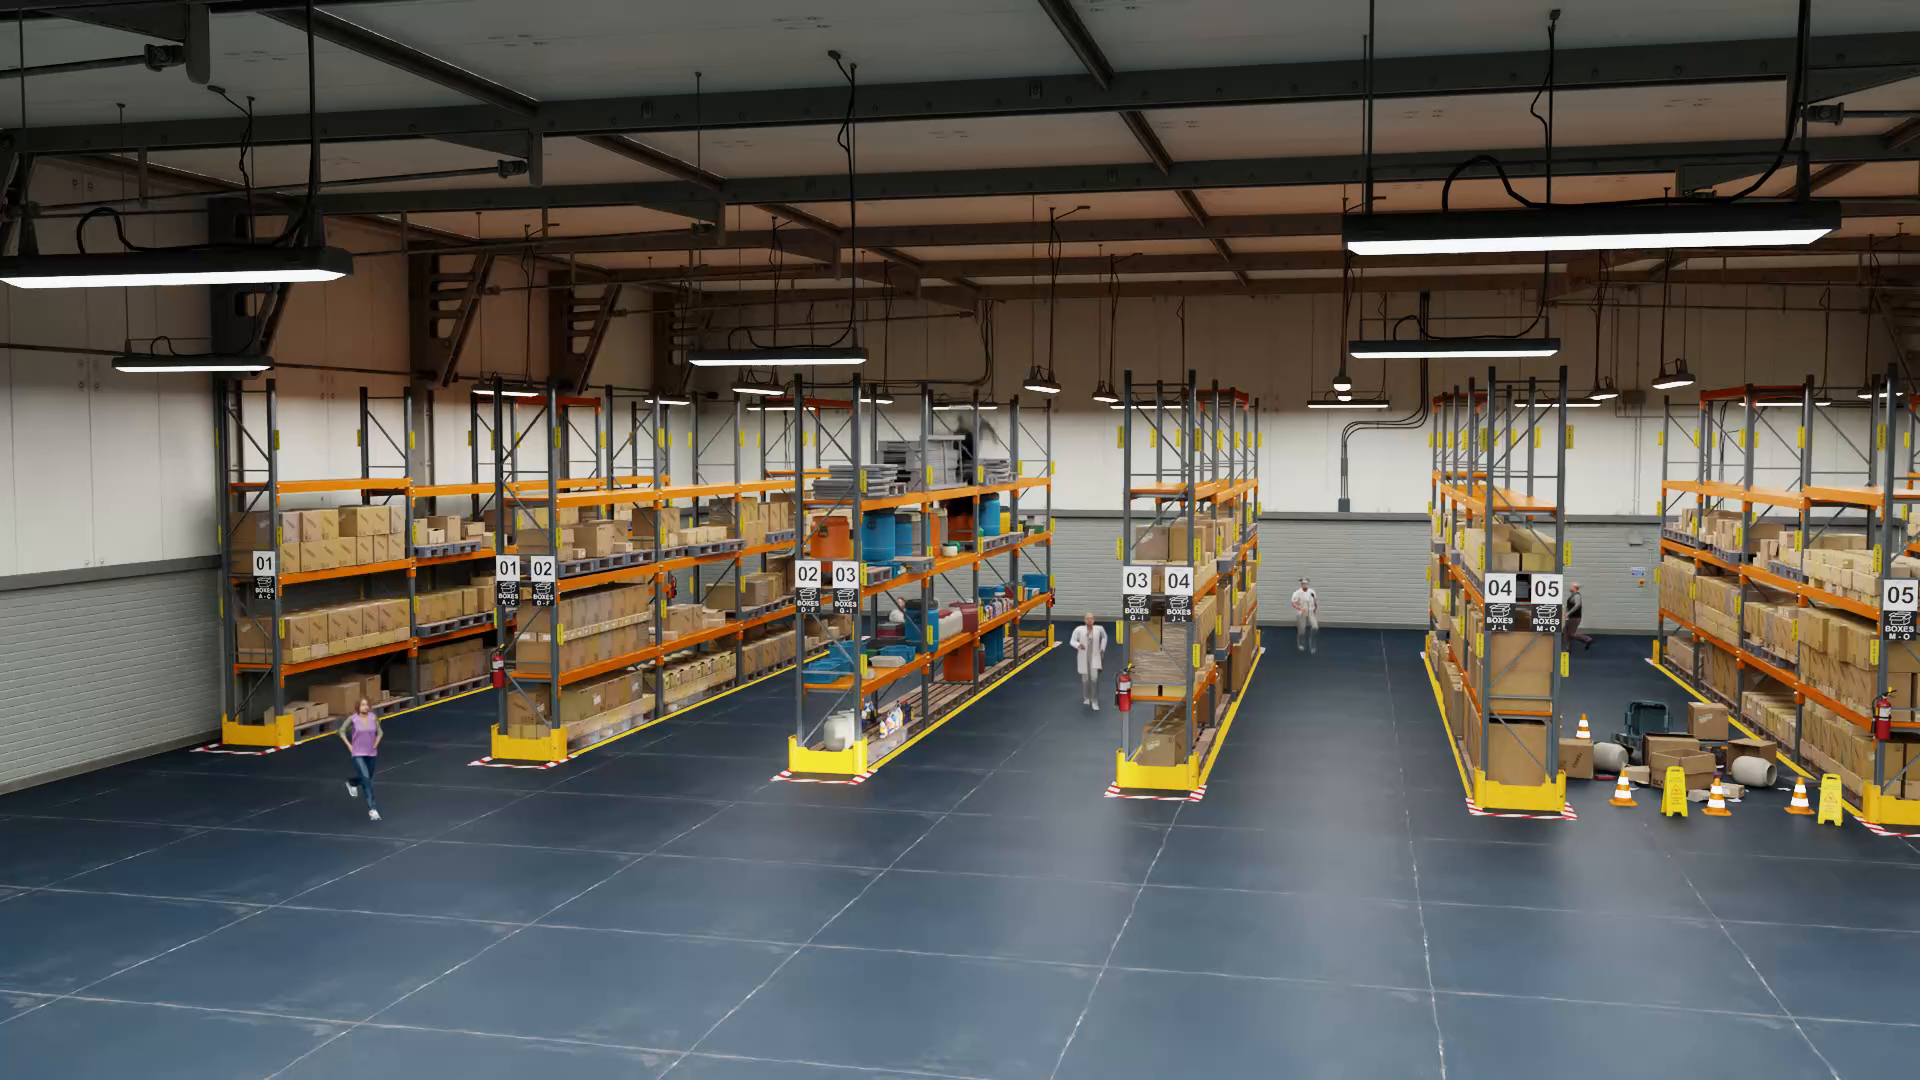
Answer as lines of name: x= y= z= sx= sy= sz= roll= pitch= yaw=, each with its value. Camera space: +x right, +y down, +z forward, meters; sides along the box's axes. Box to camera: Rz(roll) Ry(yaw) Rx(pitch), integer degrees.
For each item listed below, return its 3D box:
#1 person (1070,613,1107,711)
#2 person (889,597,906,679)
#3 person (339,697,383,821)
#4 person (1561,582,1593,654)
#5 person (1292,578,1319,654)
person: x=2.395 y=2.265 z=31.009 sx=0.689 sy=1.827 sz=0.833 roll=0 pitch=3 yaw=5
person: x=-1.239 y=2.061 z=35.216 sx=0.546 sy=1.725 sz=0.759 roll=1 pitch=4 yaw=15
person: x=-7.976 y=2.887 z=22.239 sx=0.988 sy=1.593 sz=0.509 roll=3 pitch=5 yaw=43
person: x=14.384 y=1.826 z=38.860 sx=0.721 sy=1.683 sz=0.693 roll=1 pitch=4 yaw=16
person: x=8.155 y=1.784 z=39.242 sx=0.673 sy=1.806 sz=0.683 roll=0 pitch=3 yaw=-7
